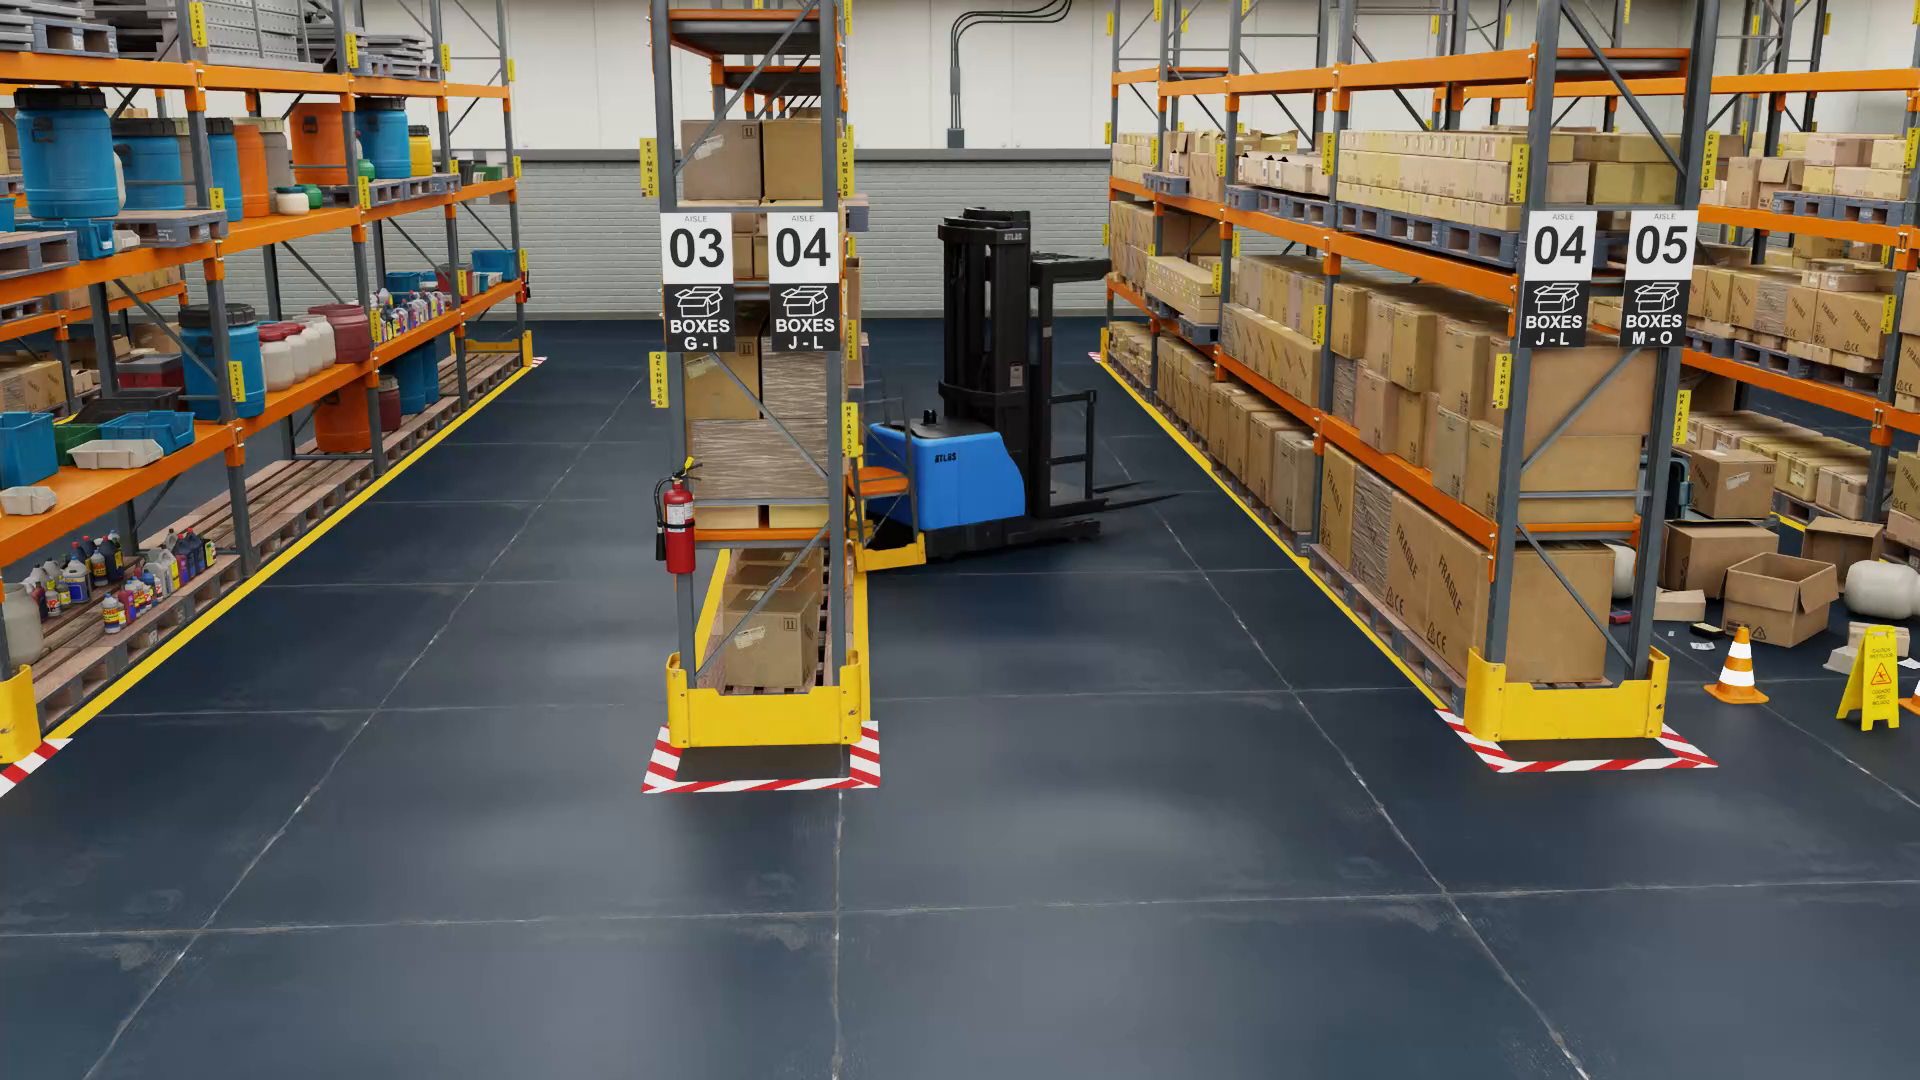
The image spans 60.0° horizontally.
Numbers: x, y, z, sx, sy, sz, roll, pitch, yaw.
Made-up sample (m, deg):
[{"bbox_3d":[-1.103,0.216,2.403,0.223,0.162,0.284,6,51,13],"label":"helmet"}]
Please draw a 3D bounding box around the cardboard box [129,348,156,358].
[{"bbox_3d":[-11.763,-2.561,23.595,0.500,0.250,0.500,-1,14,-3],"label":"cardboard box"}]

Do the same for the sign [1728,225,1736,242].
[{"bbox_3d":[12.119,-4.841,26.084,0.100,0.325,0.005,-1,14,-3],"label":"sign"}]

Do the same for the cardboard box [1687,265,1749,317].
[{"bbox_3d":[7.999,-2.643,17.639,0.500,0.500,0.500,-1,14,-5],"label":"cardboard box"}]

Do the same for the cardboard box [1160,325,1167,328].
[{"bbox_3d":[3.159,-3.108,24.772,0.380,0.149,0.250,-1,14,-5],"label":"cardboard box"}]

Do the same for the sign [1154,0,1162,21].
[{"bbox_3d":[2.478,-6.648,20.773,0.100,0.325,0.005,-1,14,-3],"label":"sign"}]

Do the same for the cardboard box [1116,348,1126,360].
[{"bbox_3d":[2.512,-2.748,24.564,0.380,0.149,0.250,-1,14,-3],"label":"cardboard box"}]

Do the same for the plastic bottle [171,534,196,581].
[{"bbox_3d":[-6.045,0.135,12.917,0.144,0.351,0.185,-2,15,-6],"label":"plastic bottle"}]

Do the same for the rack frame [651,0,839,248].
[{"bbox_3d":[-1.193,-3.126,9.115,1.000,3.000,0.127,-1,14,-3],"label":"rack frame"}]

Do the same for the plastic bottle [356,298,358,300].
[{"bbox_3d":[-7.228,-2.753,19.941,0.061,0.283,0.133,-1,14,-3],"label":"plastic bottle"}]

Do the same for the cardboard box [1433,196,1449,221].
[{"bbox_3d":[3.342,-2.185,10.941,0.380,0.149,0.250,-1,14,-4],"label":"cardboard box"}]

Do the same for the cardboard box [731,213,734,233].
[{"bbox_3d":[-1.522,-1.858,9.708,0.380,0.149,0.250,-1,14,-3],"label":"cardboard box"}]

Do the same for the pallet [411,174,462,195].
[{"bbox_3d":[-6.734,-4.296,20.063,1.213,0.211,1.003,-1,14,-3],"label":"pallet"}]

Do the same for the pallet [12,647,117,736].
[{"bbox_3d":[-6.233,0.986,10.769,1.003,0.211,1.213,-1,14,-3],"label":"pallet"}]

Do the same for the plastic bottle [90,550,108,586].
[{"bbox_3d":[-6.619,0.211,12.779,0.097,0.271,0.097,0,14,0],"label":"plastic bottle"}]

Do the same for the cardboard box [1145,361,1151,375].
[{"bbox_3d":[2.683,-2.296,22.213,0.380,0.149,0.250,-1,14,-2],"label":"cardboard box"}]

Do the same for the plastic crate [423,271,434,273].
[{"bbox_3d":[-7.359,-3.677,23.513,0.416,0.233,0.300,-1,14,-3],"label":"plastic crate"}]

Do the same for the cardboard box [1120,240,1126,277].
[{"bbox_3d":[2.601,-4.073,24.038,0.500,0.500,0.500,-1,14,-3],"label":"cardboard box"}]

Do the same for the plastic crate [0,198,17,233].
[{"bbox_3d":[-6.555,-2.058,11.019,0.392,0.384,0.575,-1,14,-3],"label":"plastic crate"}]

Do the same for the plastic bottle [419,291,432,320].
[{"bbox_3d":[-6.485,-2.835,20.123,0.144,0.351,0.185,-1,14,-3],"label":"plastic bottle"}]

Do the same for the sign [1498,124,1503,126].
[{"bbox_3d":[8.249,-6.201,25.468,0.100,0.325,0.005,-1,14,-3],"label":"sign"}]

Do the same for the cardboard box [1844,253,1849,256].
[{"bbox_3d":[13.011,-4.140,24.800,0.500,0.250,0.500,0,14,-2],"label":"cardboard box"}]

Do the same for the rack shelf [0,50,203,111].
[{"bbox_3d":[-6.260,-3.005,10.891,1.077,0.370,4.000,-1,14,-3],"label":"rack shelf"}]

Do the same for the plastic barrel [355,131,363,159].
[{"bbox_3d":[-6.892,-4.294,18.560,0.433,0.535,0.433,0,14,0],"label":"plastic barrel"}]

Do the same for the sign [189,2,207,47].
[{"bbox_3d":[-5.834,-3.949,12.733,0.100,0.325,0.005,-1,14,-3],"label":"sign"}]

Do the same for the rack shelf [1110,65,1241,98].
[{"bbox_3d":[2.896,-6.309,22.938,1.077,0.370,4.000,-1,14,-3],"label":"rack shelf"}]

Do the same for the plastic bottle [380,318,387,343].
[{"bbox_3d":[-6.365,-2.301,18.199,0.152,0.276,0.135,-1,14,-3],"label":"plastic bottle"}]

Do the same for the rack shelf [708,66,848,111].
[{"bbox_3d":[-1.565,-4.076,15.054,1.077,0.370,4.000,-1,14,-3],"label":"rack shelf"}]

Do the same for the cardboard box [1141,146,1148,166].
[{"bbox_3d":[2.717,-5.119,22.179,0.500,0.250,0.500,-1,15,-6],"label":"cardboard box"}]

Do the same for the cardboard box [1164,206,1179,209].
[{"bbox_3d":[3.158,-4.431,23.424,0.500,0.500,0.500,-1,14,-5],"label":"cardboard box"}]

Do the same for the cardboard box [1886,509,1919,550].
[{"bbox_3d":[8.217,-0.089,14.028,0.500,0.250,0.500,-2,15,-6],"label":"cardboard box"}]

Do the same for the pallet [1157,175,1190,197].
[{"bbox_3d":[3.020,-4.205,19.706,1.213,0.211,1.003,-1,14,-3],"label":"pallet"}]

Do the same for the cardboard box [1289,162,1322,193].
[{"bbox_3d":[3.220,-3.202,14.690,0.500,0.250,0.500,-1,14,-4],"label":"cardboard box"}]

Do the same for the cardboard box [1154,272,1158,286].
[{"bbox_3d":[2.620,-3.248,20.696,0.380,0.149,0.250,-1,14,-2],"label":"cardboard box"}]

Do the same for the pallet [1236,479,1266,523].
[{"bbox_3d":[3.314,-0.411,16.200,1.003,0.211,1.213,-1,14,-3],"label":"pallet"}]

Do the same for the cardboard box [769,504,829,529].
[{"bbox_3d":[-0.973,-0.173,10.184,0.380,0.149,0.250,-1,14,-3],"label":"cardboard box"}]

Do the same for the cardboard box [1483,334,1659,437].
[{"bbox_3d":[3.779,-0.960,10.270,0.875,0.550,0.550,-1,14,-3],"label":"cardboard box"}]

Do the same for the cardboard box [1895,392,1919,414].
[{"bbox_3d":[8.150,-1.163,14.031,0.380,0.149,0.250,-1,14,-4],"label":"cardboard box"}]

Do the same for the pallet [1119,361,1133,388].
[{"bbox_3d":[2.865,-2.376,23.838,1.003,0.211,1.213,-1,14,-3],"label":"pallet"}]

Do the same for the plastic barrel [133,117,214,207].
[{"bbox_3d":[-6.673,-3.120,14.107,0.600,0.901,0.600,0,14,0],"label":"plastic barrel"}]

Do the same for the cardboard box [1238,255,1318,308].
[{"bbox_3d":[3.286,-2.682,17.224,0.700,0.500,0.500,-1,14,-4],"label":"cardboard box"}]

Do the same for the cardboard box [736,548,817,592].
[{"bbox_3d":[-1.306,0.327,11.909,0.500,0.500,0.500,0,14,2],"label":"cardboard box"}]

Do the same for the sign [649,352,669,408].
[{"bbox_3d":[-1.748,-0.931,9.665,0.100,0.325,0.005,-1,14,-3],"label":"sign"}]

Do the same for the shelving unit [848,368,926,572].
[{"bbox_3d":[-0.730,-0.621,14.091,0.587,1.500,1.083,-7,15,-11],"label":"shelving unit"}]

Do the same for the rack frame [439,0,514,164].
[{"bbox_3d":[-7.128,-7.028,24.284,1.000,3.000,0.127,-1,14,-3],"label":"rack frame"}]

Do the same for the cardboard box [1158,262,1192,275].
[{"bbox_3d":[2.635,-3.326,20.400,0.380,0.149,0.250,-1,14,-4],"label":"cardboard box"}]

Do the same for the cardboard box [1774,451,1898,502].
[{"bbox_3d":[8.367,-0.608,15.800,0.950,0.372,0.625,0,14,0],"label":"cardboard box"}]

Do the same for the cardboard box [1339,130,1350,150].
[{"bbox_3d":[3.199,-3.140,13.050,0.380,0.149,0.250,-1,14,-3],"label":"cardboard box"}]

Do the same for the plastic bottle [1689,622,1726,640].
[{"bbox_3d":[5.508,0.666,12.313,0.133,0.061,0.283,-6,16,-23],"label":"plastic bottle"}]

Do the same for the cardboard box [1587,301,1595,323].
[{"bbox_3d":[7.790,-2.791,20.154,0.500,0.250,0.500,-1,14,-4],"label":"cardboard box"}]

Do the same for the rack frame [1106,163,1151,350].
[{"bbox_3d":[2.772,-4.251,25.528,1.000,3.000,0.127,-1,14,-3],"label":"rack frame"}]

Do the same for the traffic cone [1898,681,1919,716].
[{"bbox_3d":[6.297,0.870,10.717,0.336,0.463,0.334,-1,14,-3],"label":"traffic cone"}]

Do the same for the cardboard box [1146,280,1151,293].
[{"bbox_3d":[2.586,-3.233,21.232,0.380,0.149,0.250,-2,15,-6],"label":"cardboard box"}]

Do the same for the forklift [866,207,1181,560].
[{"bbox_3d":[0.668,-1.508,15.003,3.031,2.935,1.130,-9,17,-32],"label":"forklift"}]
